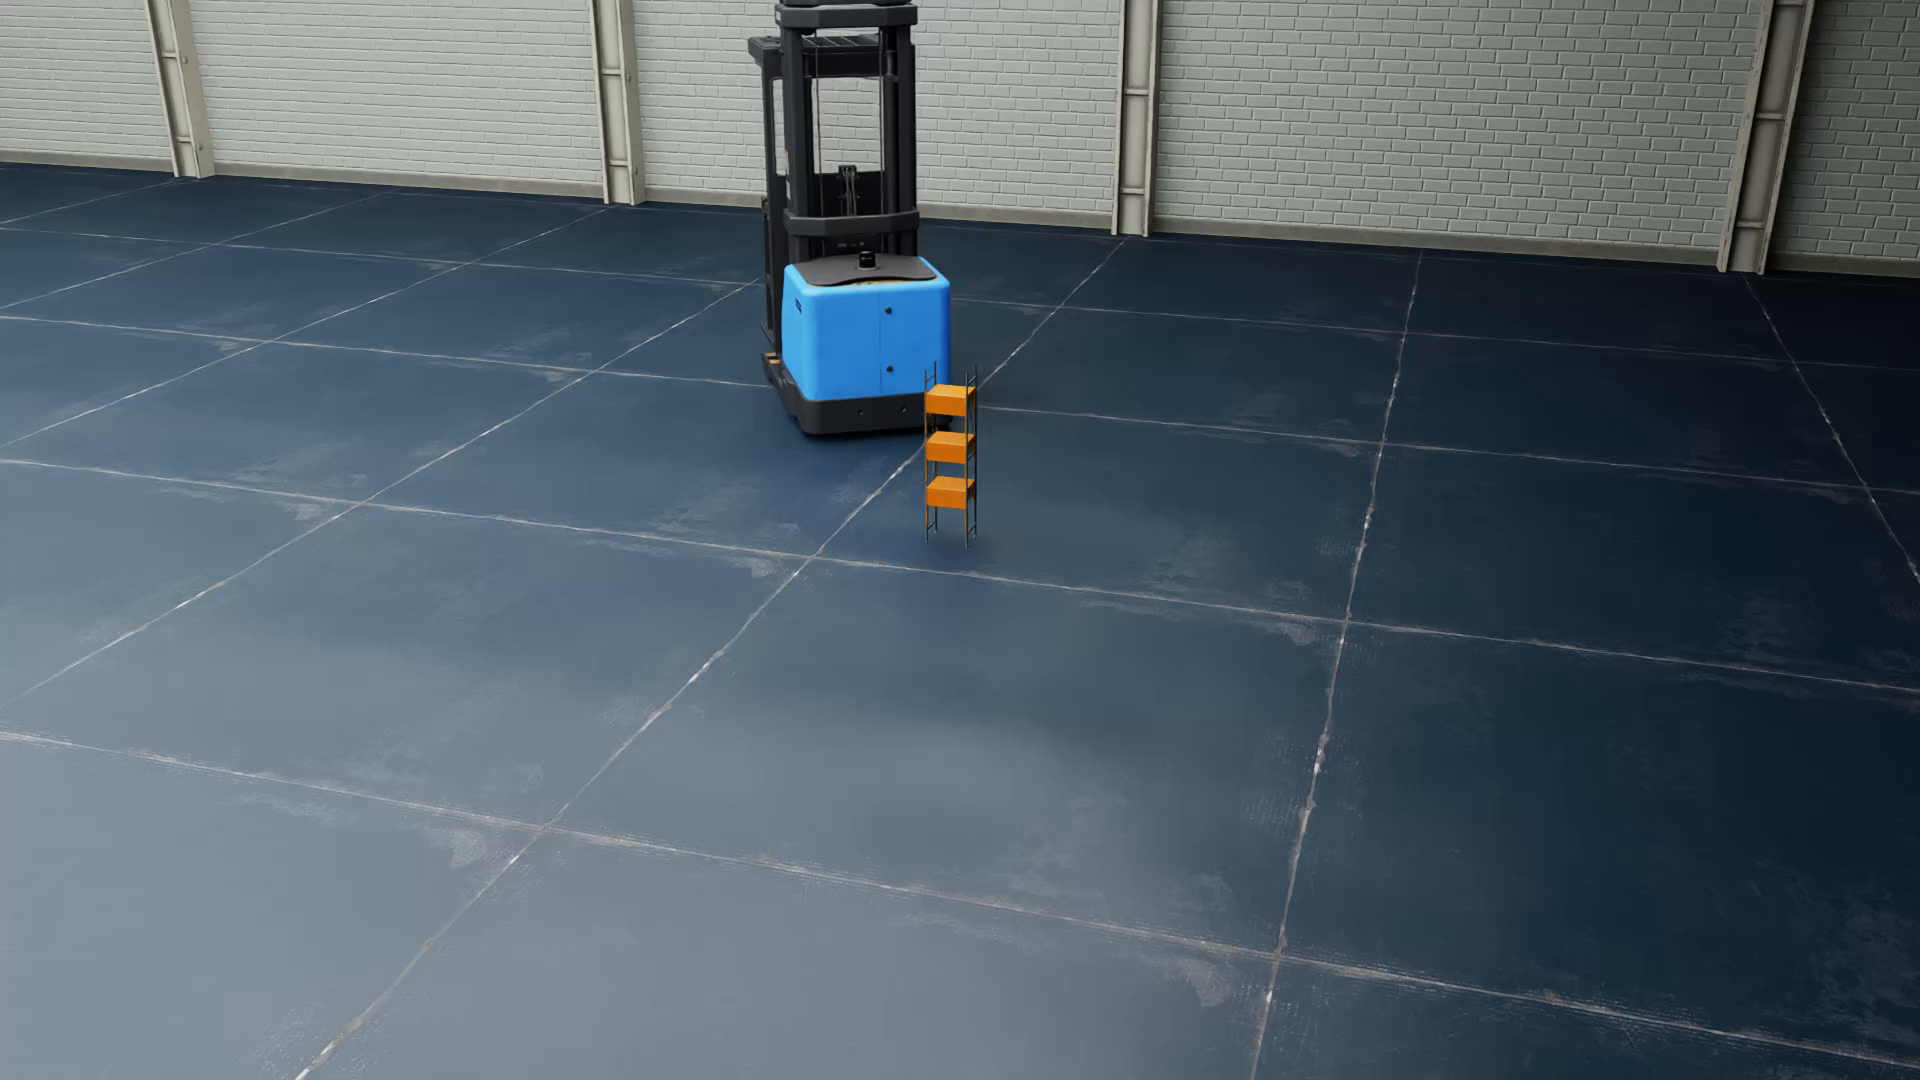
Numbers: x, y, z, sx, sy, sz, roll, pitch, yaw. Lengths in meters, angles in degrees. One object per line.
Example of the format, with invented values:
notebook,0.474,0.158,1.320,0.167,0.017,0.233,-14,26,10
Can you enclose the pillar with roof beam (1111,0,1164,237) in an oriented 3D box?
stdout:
pillar with roof beam,0.601,-5.886,12.262,0.400,9.000,9.100,7,23,16

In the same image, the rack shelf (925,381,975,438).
rack shelf,-0.051,-0.744,9.481,0.240,0.259,0.215,7,23,15

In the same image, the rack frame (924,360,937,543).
rack frame,-0.168,-0.505,9.618,0.008,1.050,0.200,7,23,16

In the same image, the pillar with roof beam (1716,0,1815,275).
pillar with roof beam,6.346,-5.228,10.659,0.400,9.000,9.100,7,23,16

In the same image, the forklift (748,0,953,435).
forklift,-0.916,-2.604,12.256,1.130,2.935,3.031,-6,23,-14

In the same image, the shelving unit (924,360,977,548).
shelving unit,-0.051,-0.492,9.585,0.252,1.050,0.215,7,23,16

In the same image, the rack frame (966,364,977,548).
rack frame,0.066,-0.478,9.552,0.008,1.050,0.200,7,23,16

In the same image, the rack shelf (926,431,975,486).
rack shelf,-0.051,-0.482,9.589,0.240,0.259,0.215,7,23,15

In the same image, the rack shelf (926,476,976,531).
rack shelf,-0.051,-0.225,9.695,0.240,0.259,0.215,7,23,15

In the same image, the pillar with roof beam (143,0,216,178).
pillar with roof beam,-10.887,-7.202,15.469,0.400,9.000,9.100,7,23,16

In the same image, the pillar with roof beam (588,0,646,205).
pillar with roof beam,-5.143,-6.544,13.866,0.400,9.000,9.100,7,23,16
